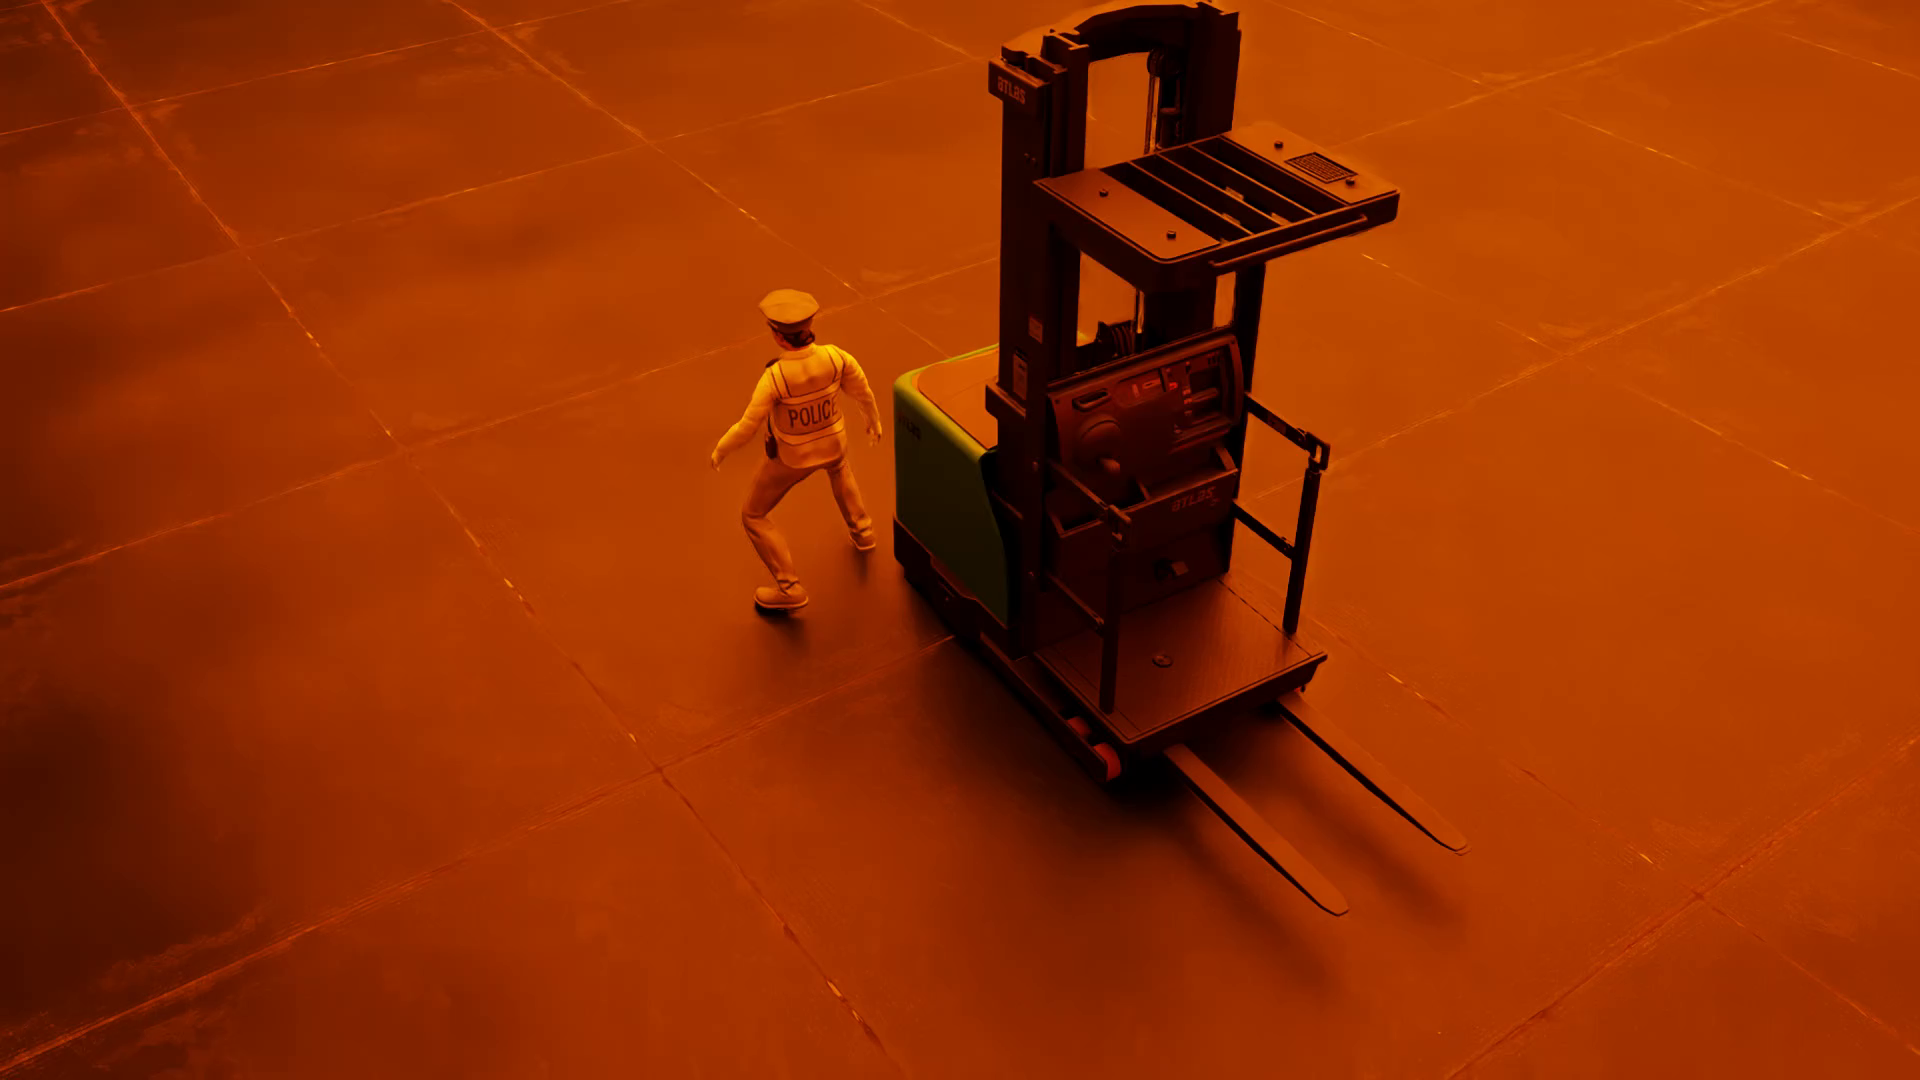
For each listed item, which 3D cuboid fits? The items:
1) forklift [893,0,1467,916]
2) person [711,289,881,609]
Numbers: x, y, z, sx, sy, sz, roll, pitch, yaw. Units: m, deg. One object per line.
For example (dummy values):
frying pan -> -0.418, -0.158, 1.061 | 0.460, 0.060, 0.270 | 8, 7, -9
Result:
forklift -> 0.881, -0.476, 6.589 | 1.130, 2.935, 3.031 | -20, 41, -25
person -> -0.726, -0.460, 7.707 | 0.815, 1.534, 0.568 | -18, 40, -23
